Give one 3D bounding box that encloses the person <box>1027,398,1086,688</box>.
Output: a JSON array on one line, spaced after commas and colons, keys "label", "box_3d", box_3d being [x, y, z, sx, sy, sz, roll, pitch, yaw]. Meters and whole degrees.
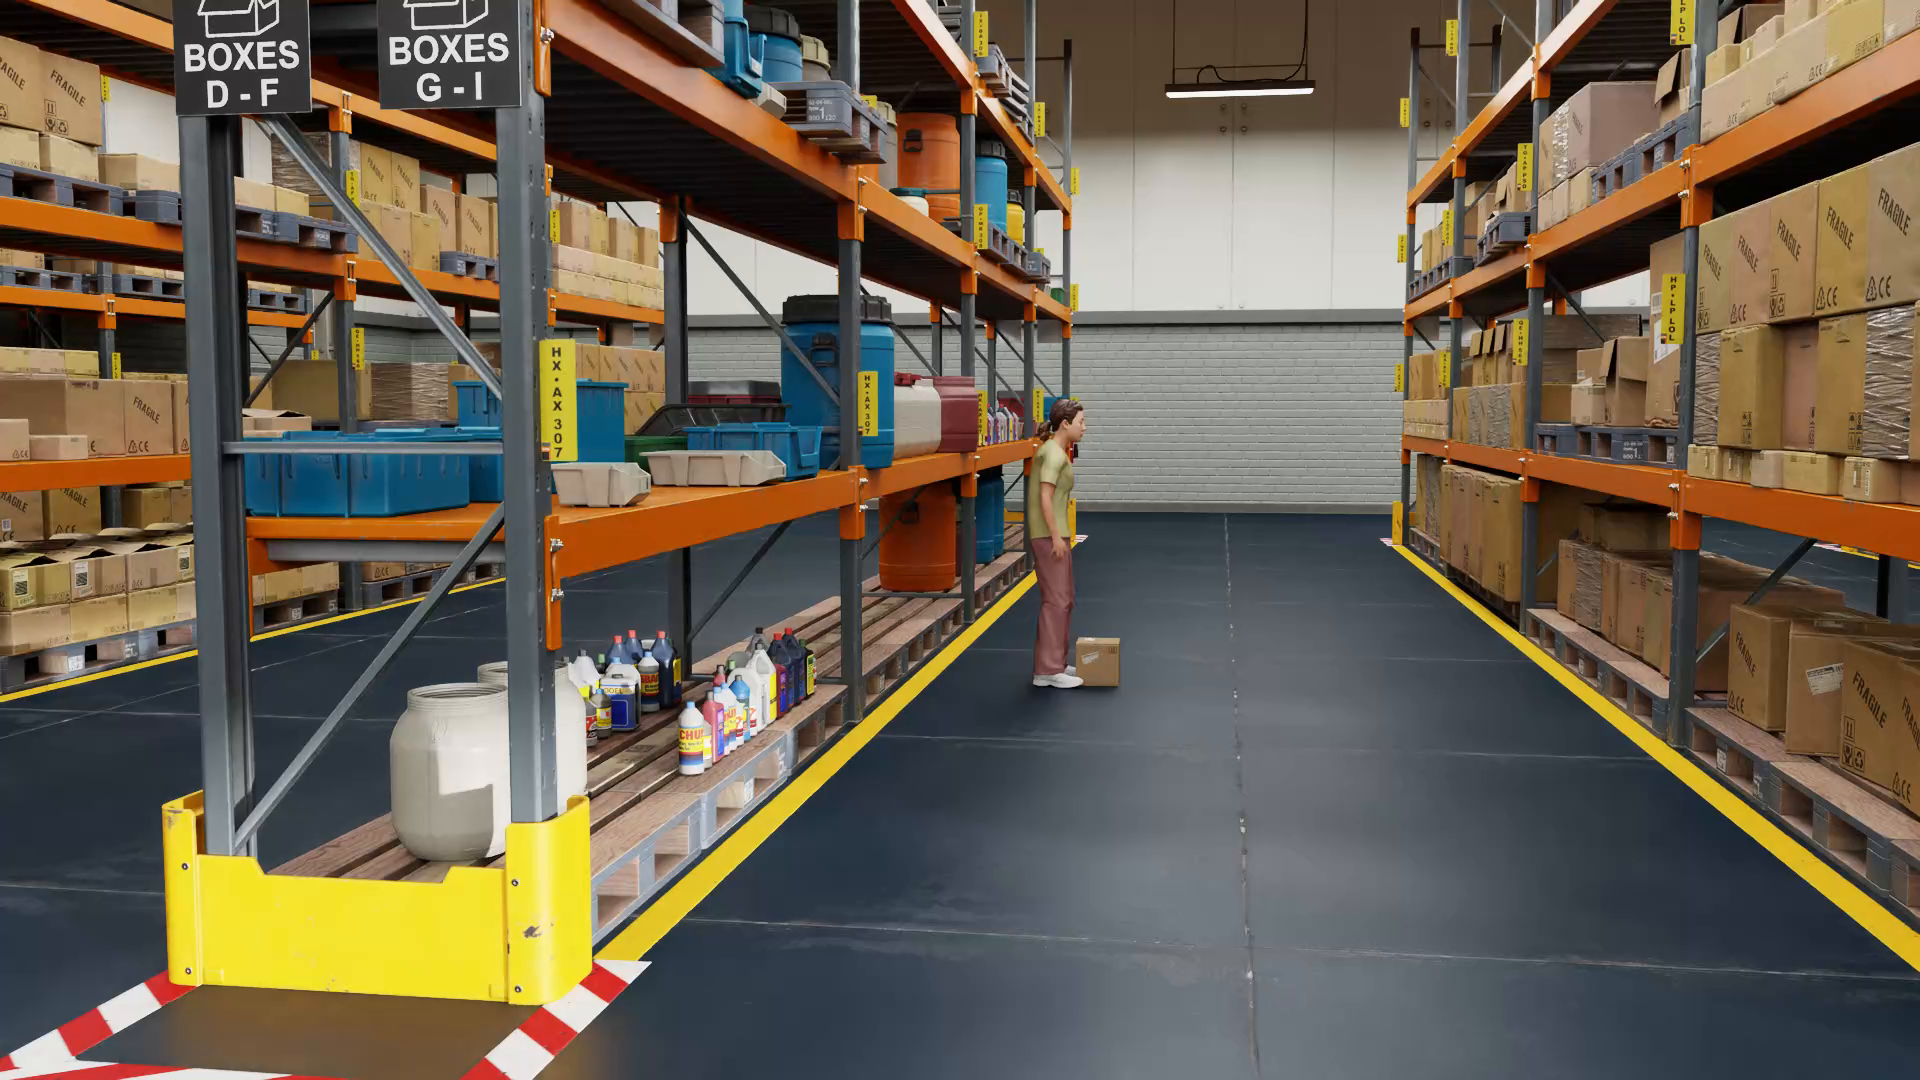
[{"label": "person", "box_3d": [0.571, 0.006, 9.787, 0.354, 1.673, 0.514, 1, 5, 7]}]
